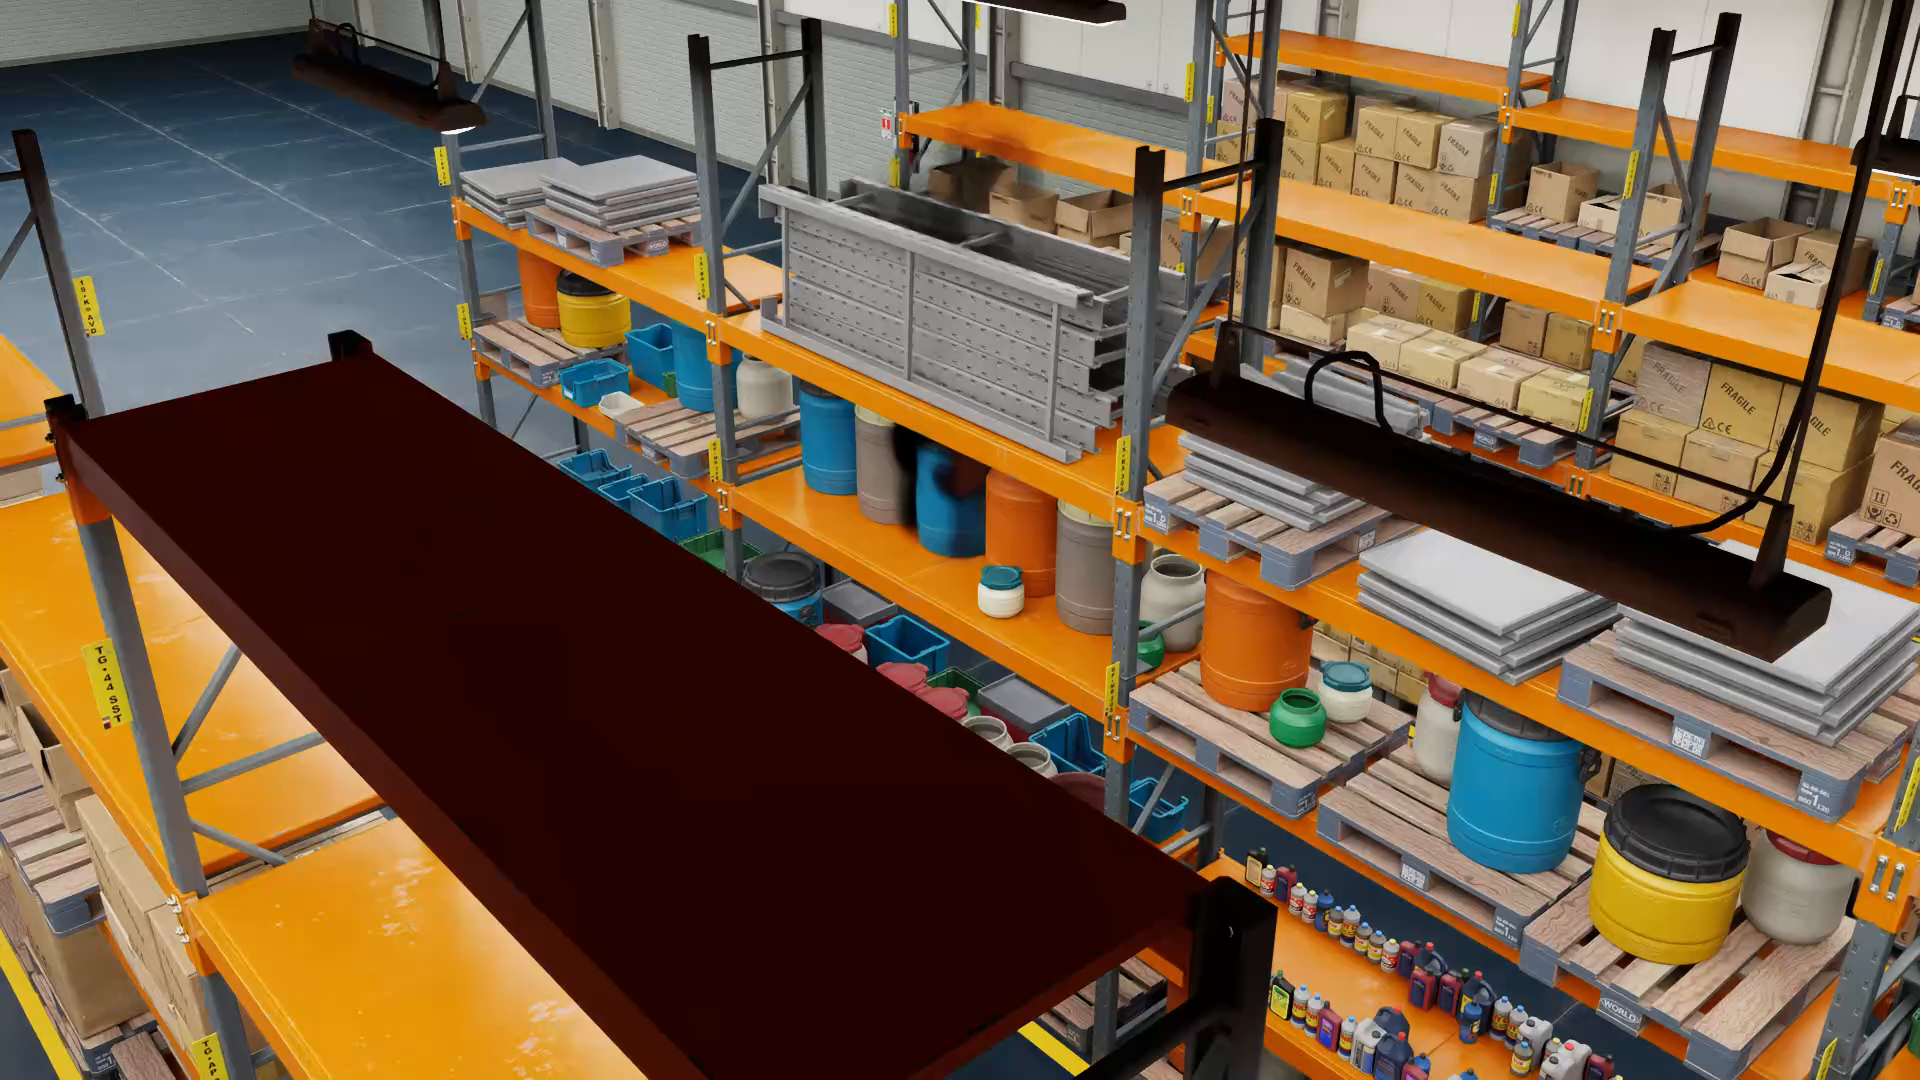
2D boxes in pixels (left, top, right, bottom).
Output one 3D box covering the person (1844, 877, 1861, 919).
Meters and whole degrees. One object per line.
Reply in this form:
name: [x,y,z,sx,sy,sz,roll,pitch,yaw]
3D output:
person: [5.398,2.653,10.518,0.674,1.688,0.653,-23,35,-37]
